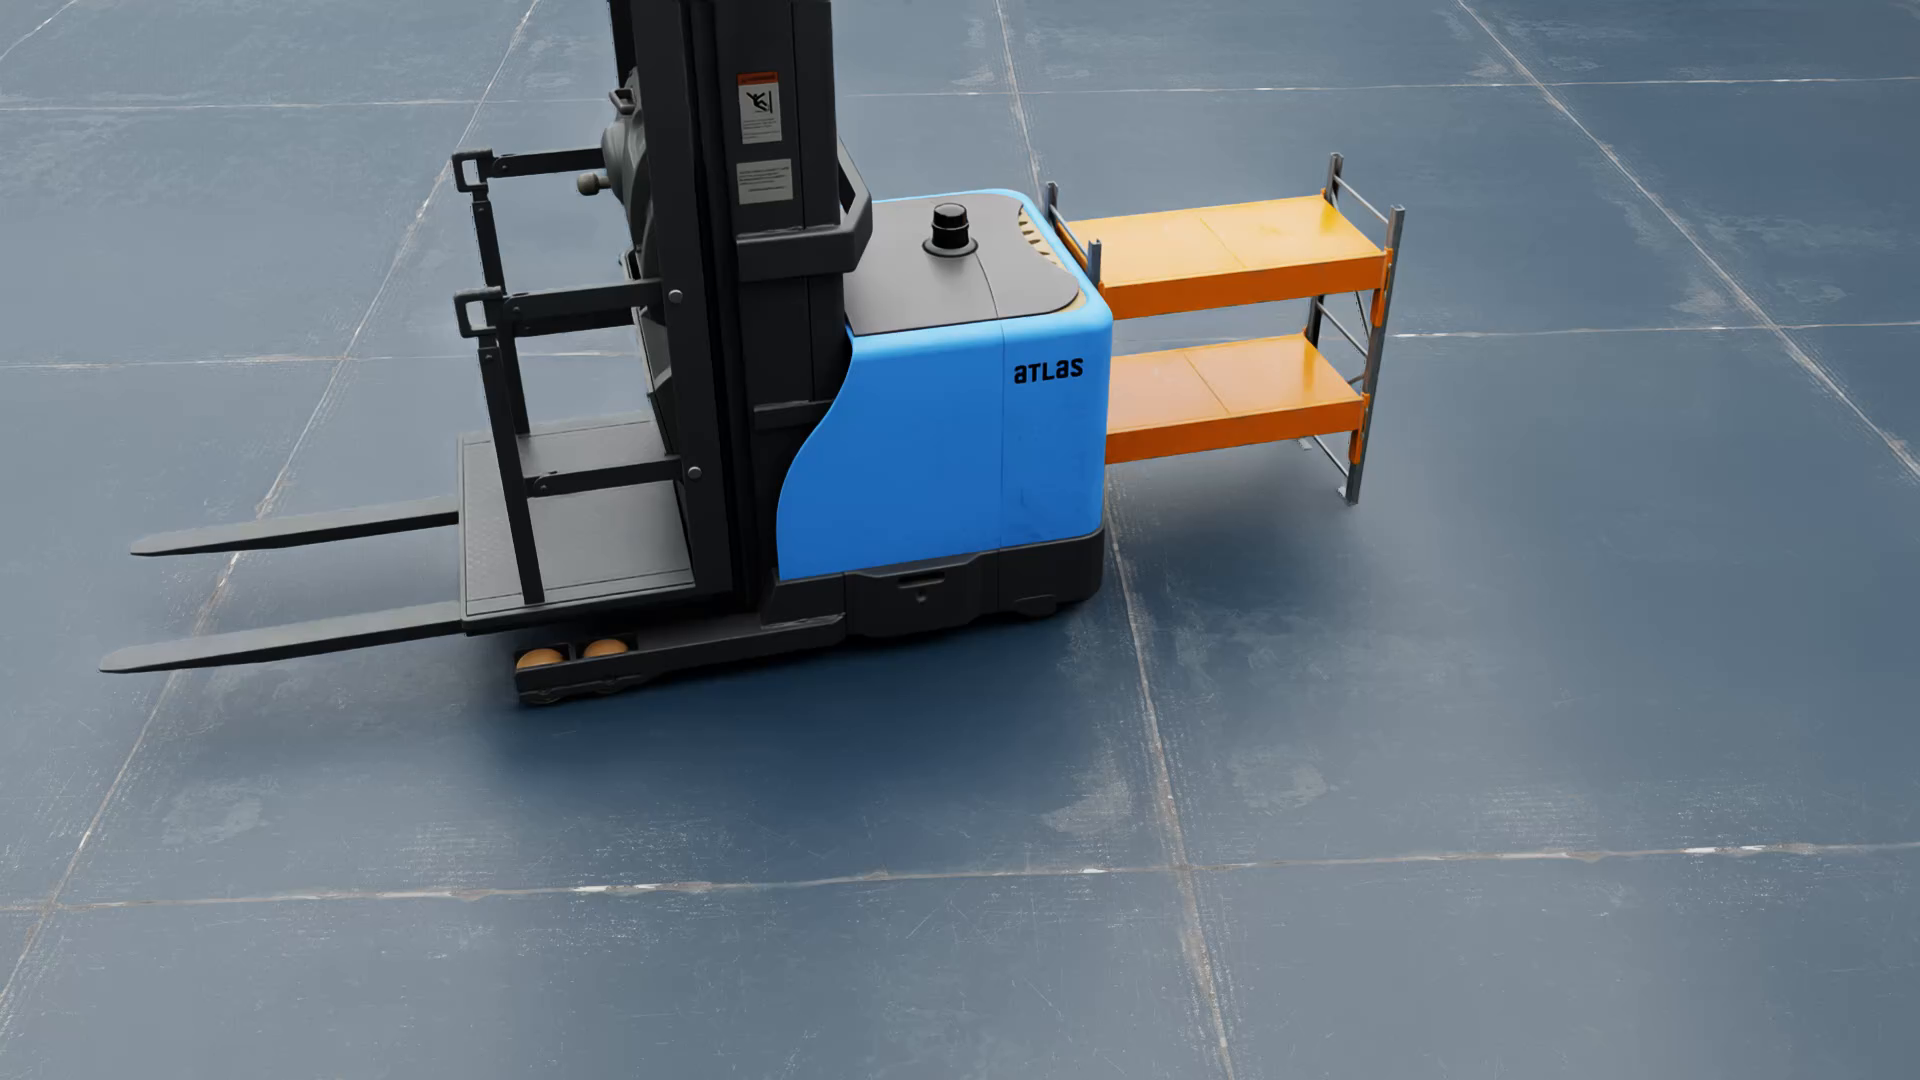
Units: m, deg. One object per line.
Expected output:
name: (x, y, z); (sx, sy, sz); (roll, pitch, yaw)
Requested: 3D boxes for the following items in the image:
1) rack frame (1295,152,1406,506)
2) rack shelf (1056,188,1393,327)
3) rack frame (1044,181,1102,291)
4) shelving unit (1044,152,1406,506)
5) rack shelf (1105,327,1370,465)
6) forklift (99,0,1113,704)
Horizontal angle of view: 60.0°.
rack frame: (1.342, -0.725, 5.809); (0.032, 1.125, 0.500); (-8, 36, -12)
rack shelf: (0.850, -0.893, 5.538); (1.000, 0.278, 0.538); (-8, 36, -12)
rack frame: (0.358, -0.581, 5.600); (0.032, 1.125, 0.500); (-8, 36, -12)
shelving unit: (0.850, -0.653, 5.705); (1.048, 1.125, 0.538); (-8, 36, -12)
rack shelf: (0.850, -0.452, 5.844); (1.000, 0.278, 0.538); (-8, 36, -12)
forklift: (-1.111, -1.042, 4.681); (3.031, 2.935, 1.130); (-8, 36, -12)
